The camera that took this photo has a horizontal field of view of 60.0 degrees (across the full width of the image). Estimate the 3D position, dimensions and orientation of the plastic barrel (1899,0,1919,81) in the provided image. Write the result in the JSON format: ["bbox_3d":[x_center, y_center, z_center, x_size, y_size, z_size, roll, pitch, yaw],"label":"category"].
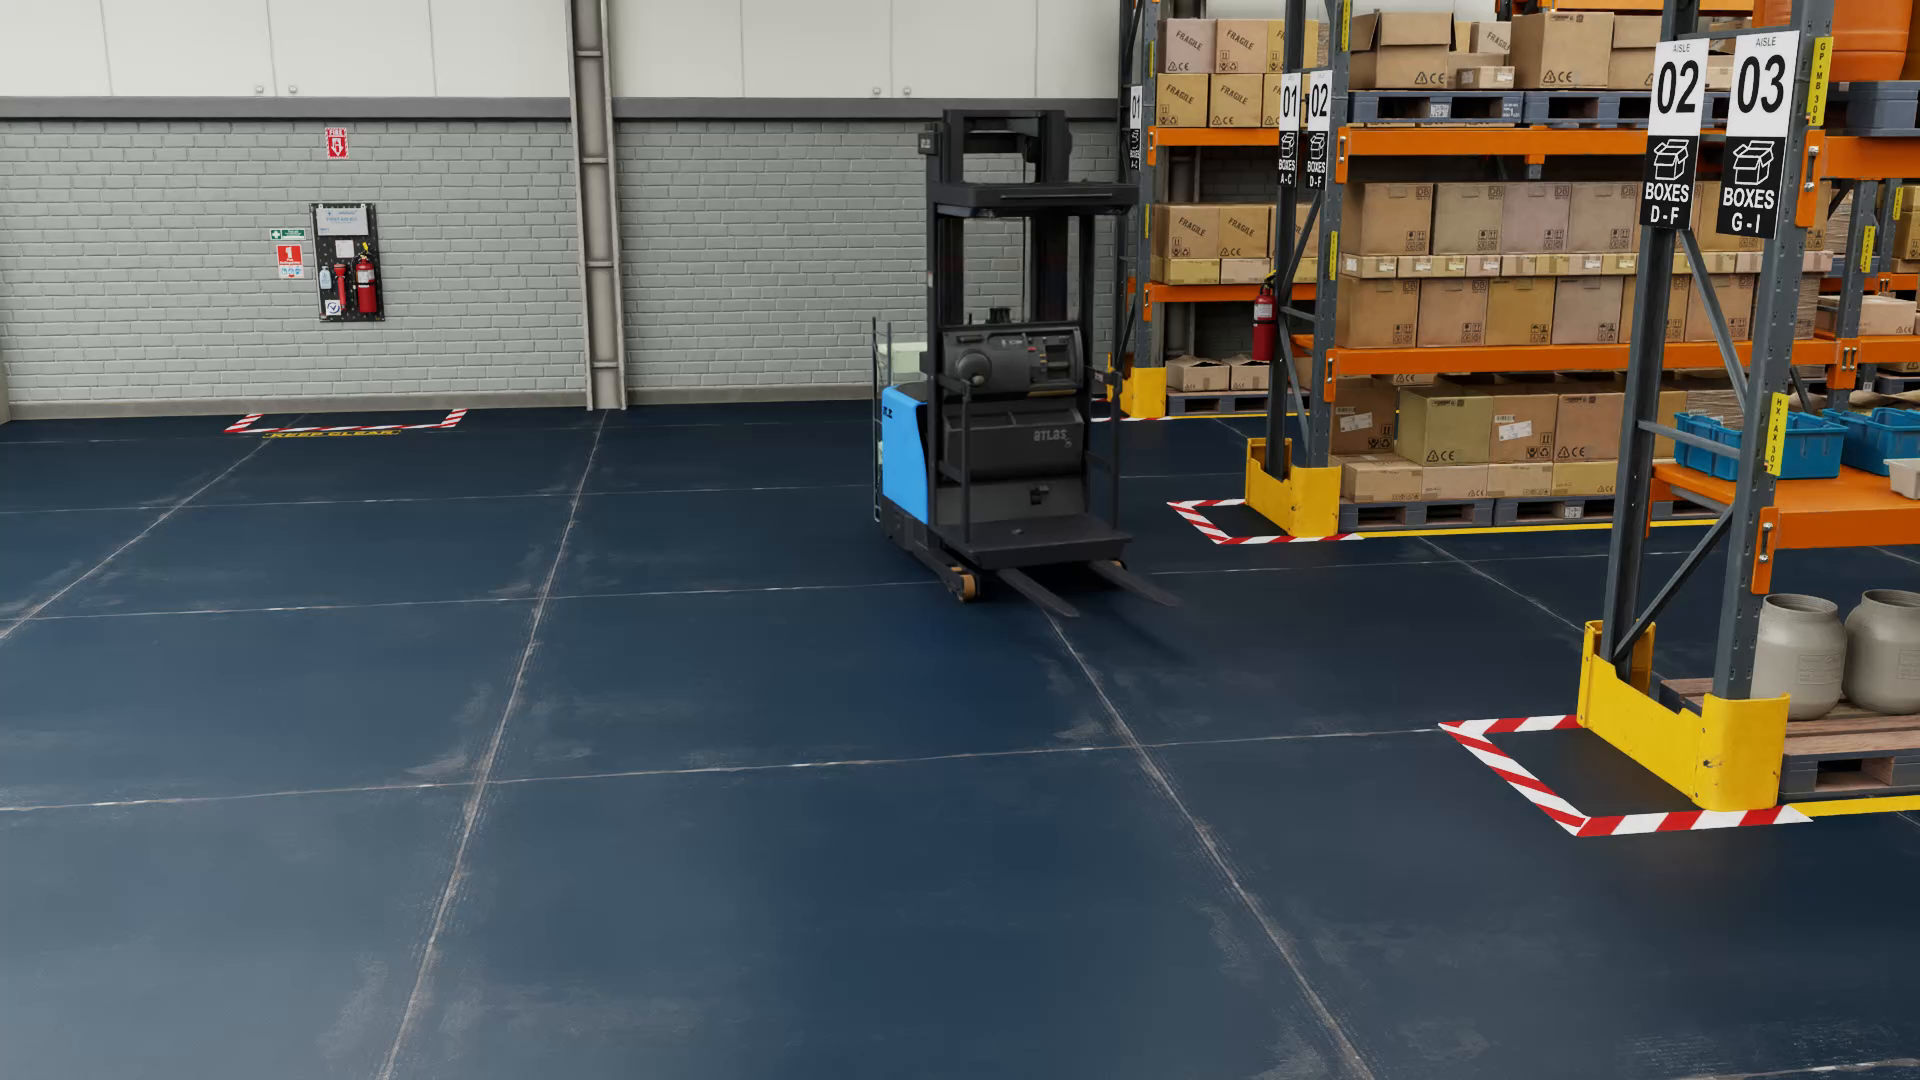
[{"bbox_3d":[4.314,-2.247,7.098,0.600,0.588,0.600,0,14,0],"label":"plastic barrel"}]

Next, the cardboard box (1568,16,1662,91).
[{"bbox_3d":[4.780,-3.509,12.017,0.637,0.503,0.797,-1,14,-2],"label":"cardboard box"}]

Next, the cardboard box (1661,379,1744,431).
[{"bbox_3d":[5.505,-0.911,12.434,0.500,0.500,0.500,-2,14,-8],"label":"cardboard box"}]

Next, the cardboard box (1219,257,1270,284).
[{"bbox_3d":[2.771,-2.709,16.623,0.500,0.250,0.500,-3,14,-10],"label":"cardboard box"}]

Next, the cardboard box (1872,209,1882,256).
[{"bbox_3d":[10.069,-3.381,18.179,0.500,0.500,0.500,-2,14,-8],"label":"cardboard box"}]

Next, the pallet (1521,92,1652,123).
[{"bbox_3d":[4.384,-3.093,11.904,1.213,0.211,1.003,-2,14,-8],"label":"pallet"}]

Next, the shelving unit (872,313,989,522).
[{"bbox_3d":[-0.214,-0.865,12.089,0.755,1.500,0.431,-5,15,-19],"label":"shelving unit"}]

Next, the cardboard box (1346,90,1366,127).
[{"bbox_3d":[3.674,-4.328,16.401,0.500,0.500,0.500,-1,14,-5],"label":"cardboard box"}]

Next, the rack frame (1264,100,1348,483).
[{"bbox_3d":[2.472,-1.617,12.001,0.127,3.000,1.000,-2,14,-8],"label":"rack frame"}]

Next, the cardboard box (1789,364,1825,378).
[{"bbox_3d":[8.937,-2.060,18.005,0.500,0.500,0.700,-2,14,-8],"label":"cardboard box"}]

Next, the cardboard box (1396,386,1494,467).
[{"bbox_3d":[3.529,-0.835,12.132,0.500,0.500,0.500,-2,14,-8],"label":"cardboard box"}]

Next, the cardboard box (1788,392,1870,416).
[{"bbox_3d":[6.785,-0.987,13.128,0.500,0.311,0.500,-2,14,-8],"label":"cardboard box"}]

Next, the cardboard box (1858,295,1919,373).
[{"bbox_3d":[10.388,-2.254,18.099,0.750,0.750,0.750,-2,14,-9],"label":"cardboard box"}]

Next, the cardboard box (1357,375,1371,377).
[{"bbox_3d":[4.101,-1.730,17.412,0.250,0.149,0.380,-3,14,-13],"label":"cardboard box"}]

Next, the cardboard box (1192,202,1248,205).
[{"bbox_3d":[2.664,-3.193,17.012,0.500,0.500,0.500,-2,14,-8],"label":"cardboard box"}]

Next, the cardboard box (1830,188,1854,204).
[{"bbox_3d":[9.304,-3.655,17.685,0.250,0.149,0.380,-4,15,-16],"label":"cardboard box"}]

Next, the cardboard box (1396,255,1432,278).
[{"bbox_3d":[3.153,-1.952,11.801,0.250,0.149,0.380,-2,14,-10],"label":"cardboard box"}]

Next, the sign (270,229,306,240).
[{"bbox_3d":[-6.645,-3.021,16.438,0.331,0.109,0.001,-2,14,-8],"label":"sign"}]

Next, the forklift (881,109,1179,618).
[{"bbox_3d":[0.412,-1.159,10.318,1.130,2.935,3.031,-5,15,-19],"label":"forklift"}]

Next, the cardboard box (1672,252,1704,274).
[{"bbox_3d":[5.184,-2.027,12.098,0.250,0.149,0.380,-2,14,-9],"label":"cardboard box"}]

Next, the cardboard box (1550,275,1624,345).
[{"bbox_3d":[4.466,-1.736,12.271,0.500,0.500,0.700,-2,14,-7],"label":"cardboard box"}]

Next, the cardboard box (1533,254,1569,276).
[{"bbox_3d":[4.165,-1.989,11.949,0.250,0.149,0.380,-2,14,-9],"label":"cardboard box"}]

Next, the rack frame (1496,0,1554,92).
[{"bbox_3d":[5.686,-5.863,16.600,0.127,3.000,1.000,-2,14,-8],"label":"rack frame"}]

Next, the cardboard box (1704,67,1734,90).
[{"bbox_3d":[5.275,-3.257,11.741,0.250,0.149,0.380,-2,14,-8],"label":"cardboard box"}]

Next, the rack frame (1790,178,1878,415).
[{"bbox_3d":[6.427,-1.762,12.579,0.127,3.000,1.000,-2,14,-8],"label":"rack frame"}]

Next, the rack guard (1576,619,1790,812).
[{"bbox_3d":[3.274,0.773,7.610,0.348,0.500,1.175,-2,14,-8],"label":"rack guard"}]

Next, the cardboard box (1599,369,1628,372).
[{"bbox_3d":[6.914,-2.015,17.826,0.500,0.500,0.700,-2,14,-9],"label":"cardboard box"}]

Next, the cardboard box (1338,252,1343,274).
[{"bbox_3d":[2.821,-2.039,12.148,0.250,0.149,0.380,-2,14,-9],"label":"cardboard box"}]

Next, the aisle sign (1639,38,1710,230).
[{"bbox_3d":[3.091,-1.755,7.208,0.004,0.787,0.394,-2,14,-8],"label":"aisle sign"}]

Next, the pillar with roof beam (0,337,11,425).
[{"bbox_3d":[-8.931,-4.481,11.090,0.400,9.000,9.100,-2,14,-8],"label":"pillar with roof beam"}]

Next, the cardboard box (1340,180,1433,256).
[{"bbox_3d":[2.988,-2.310,11.894,0.500,0.500,0.700,-2,14,-8],"label":"cardboard box"}]

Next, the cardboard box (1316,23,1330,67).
[{"bbox_3d":[3.645,-4.936,16.769,0.500,0.500,0.500,-2,14,-8],"label":"cardboard box"}]

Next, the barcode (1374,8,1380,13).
[{"bbox_3d":[4.247,-5.382,16.946,0.075,0.075,0.001,-2,14,-8],"label":"barcode"}]

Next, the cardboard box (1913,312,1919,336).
[{"bbox_3d":[7.334,-1.623,12.542,0.250,0.149,0.380,-2,14,-8],"label":"cardboard box"}]

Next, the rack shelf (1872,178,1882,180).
[{"bbox_3d":[8.405,-2.940,12.591,4.000,0.370,1.077,-2,14,-8],"label":"rack shelf"}]

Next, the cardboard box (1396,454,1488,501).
[{"bbox_3d":[3.529,-0.471,12.225,0.500,0.250,0.500,-2,14,-8],"label":"cardboard box"}]

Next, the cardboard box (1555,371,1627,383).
[{"bbox_3d":[4.933,-1.017,12.860,0.500,0.500,0.500,-2,14,-8],"label":"cardboard box"}]

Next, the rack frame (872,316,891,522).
[{"bbox_3d":[-0.559,-0.836,11.970,0.023,1.500,0.400,-5,15,-19],"label":"rack frame"}]

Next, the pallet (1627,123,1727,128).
[{"bbox_3d":[7.337,-4.352,17.128,1.003,0.211,1.213,-2,14,-8],"label":"pallet"}]

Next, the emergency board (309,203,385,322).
[{"bbox_3d":[-6.089,-2.744,16.495,0.643,1.169,0.194,-2,14,-8],"label":"emergency board"}]

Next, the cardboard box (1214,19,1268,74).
[{"bbox_3d":[2.651,-4.768,16.098,0.500,0.500,0.500,-2,14,-9],"label":"cardboard box"}]

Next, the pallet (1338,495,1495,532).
[{"bbox_3d":[3.222,-0.302,12.491,1.213,0.211,1.003,-2,14,-8],"label":"pallet"}]

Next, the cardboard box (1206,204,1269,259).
[{"bbox_3d":[2.737,-3.069,16.519,0.500,0.500,0.500,-2,14,-8],"label":"cardboard box"}]

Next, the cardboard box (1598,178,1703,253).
[{"bbox_3d":[4.995,-2.385,12.193,0.500,0.500,0.700,-2,14,-8],"label":"cardboard box"}]

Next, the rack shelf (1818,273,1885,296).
[{"bbox_3d":[7.663,-2.676,17.707,4.000,0.370,1.077,-2,14,-8],"label":"rack shelf"}]

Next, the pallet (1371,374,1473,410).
[{"bbox_3d":[5.027,-1.568,17.538,1.213,0.211,1.003,-2,14,-8],"label":"pallet"}]

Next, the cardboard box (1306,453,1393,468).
[{"bbox_3d":[2.958,-0.577,12.646,0.500,0.250,0.500,-2,14,-8],"label":"cardboard box"}]

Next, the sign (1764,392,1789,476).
[{"bbox_3d":[3.284,-0.427,6.688,0.005,0.325,0.100,-2,14,-8],"label":"sign"}]

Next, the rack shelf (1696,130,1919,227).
[{"bbox_3d":[5.184,-1.603,7.262,4.000,0.370,1.077,-2,14,-8],"label":"rack shelf"}]
